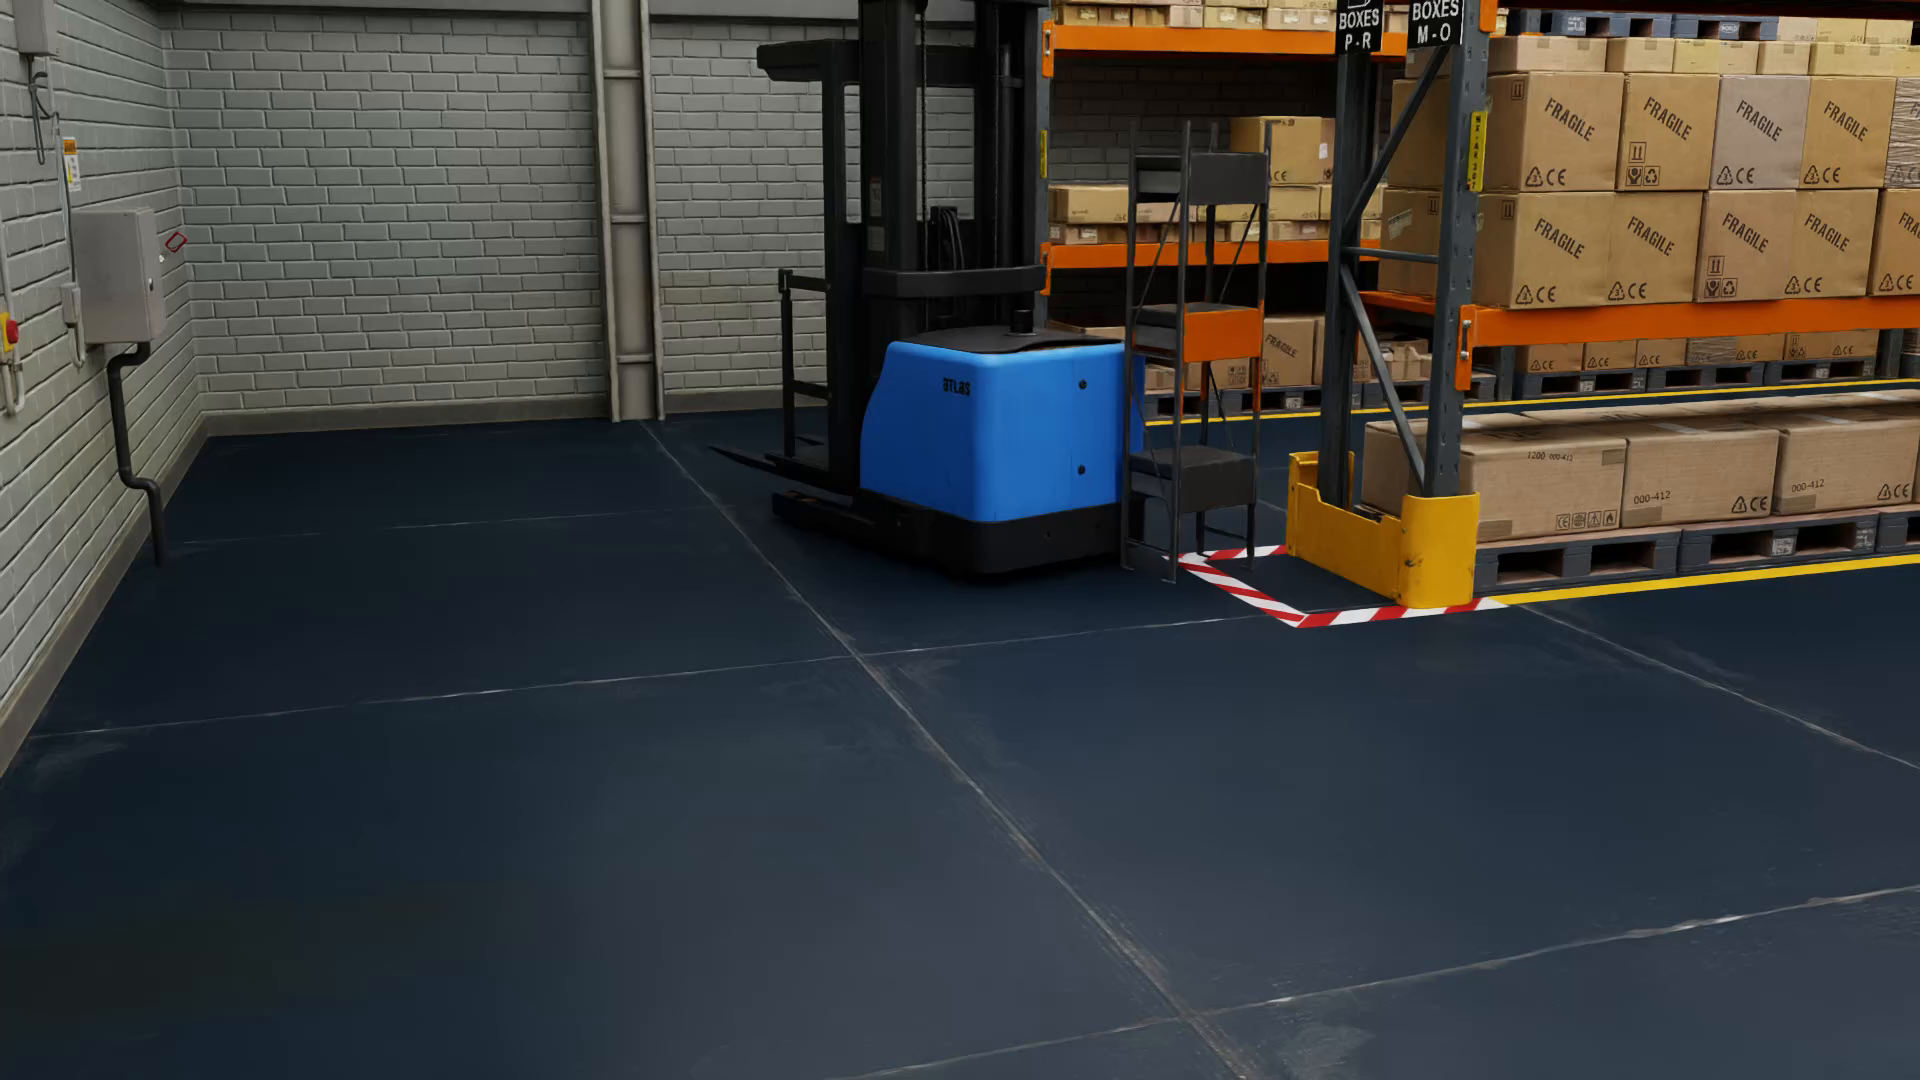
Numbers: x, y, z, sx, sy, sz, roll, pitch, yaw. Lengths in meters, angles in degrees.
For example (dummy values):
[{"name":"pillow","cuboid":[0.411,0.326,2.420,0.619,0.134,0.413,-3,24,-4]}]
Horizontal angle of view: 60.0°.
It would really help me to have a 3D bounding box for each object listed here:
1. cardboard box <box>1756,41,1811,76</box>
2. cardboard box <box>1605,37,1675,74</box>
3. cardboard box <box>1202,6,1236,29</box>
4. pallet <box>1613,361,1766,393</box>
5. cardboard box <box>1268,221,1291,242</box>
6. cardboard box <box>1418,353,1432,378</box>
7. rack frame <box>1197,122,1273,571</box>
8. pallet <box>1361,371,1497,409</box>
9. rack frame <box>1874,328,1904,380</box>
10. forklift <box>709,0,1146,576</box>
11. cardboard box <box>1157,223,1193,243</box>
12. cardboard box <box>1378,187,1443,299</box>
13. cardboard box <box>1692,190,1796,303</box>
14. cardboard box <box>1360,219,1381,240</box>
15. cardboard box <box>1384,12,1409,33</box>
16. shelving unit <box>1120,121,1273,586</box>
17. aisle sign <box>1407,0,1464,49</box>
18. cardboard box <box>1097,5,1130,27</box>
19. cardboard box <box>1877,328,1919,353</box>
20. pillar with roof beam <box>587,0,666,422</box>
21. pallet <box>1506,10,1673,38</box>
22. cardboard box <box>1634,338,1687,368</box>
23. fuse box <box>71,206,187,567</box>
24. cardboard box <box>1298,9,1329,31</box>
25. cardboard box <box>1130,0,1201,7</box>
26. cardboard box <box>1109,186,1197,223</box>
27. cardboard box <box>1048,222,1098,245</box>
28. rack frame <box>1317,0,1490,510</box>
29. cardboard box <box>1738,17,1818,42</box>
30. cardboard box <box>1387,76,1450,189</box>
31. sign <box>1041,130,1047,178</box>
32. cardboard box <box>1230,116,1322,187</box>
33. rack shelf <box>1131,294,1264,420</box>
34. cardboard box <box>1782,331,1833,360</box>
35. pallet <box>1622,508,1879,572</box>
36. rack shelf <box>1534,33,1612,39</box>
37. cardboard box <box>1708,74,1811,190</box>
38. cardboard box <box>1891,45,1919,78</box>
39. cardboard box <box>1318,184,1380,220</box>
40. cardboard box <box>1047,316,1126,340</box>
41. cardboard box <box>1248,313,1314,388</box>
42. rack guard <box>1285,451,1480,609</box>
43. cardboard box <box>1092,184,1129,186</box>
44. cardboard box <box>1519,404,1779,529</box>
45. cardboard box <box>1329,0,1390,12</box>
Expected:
[{"name":"cardboard box","cuboid":[3.653,-2.200,7.631,0.250,0.149,0.380,-4,14,-18]},{"name":"cardboard box","cuboid":[2.927,-2.136,7.364,0.250,0.149,0.380,-4,14,-16]},{"name":"cardboard box","cuboid":[1.787,-3.746,11.971,0.250,0.149,0.380,-4,14,-18]},{"name":"pallet","cuboid":[6.115,-1.477,14.398,1.213,0.211,1.003,-4,14,-18]},{"name":"cardboard box","cuboid":[2.286,-2.330,12.497,0.250,0.149,0.380,-4,14,-17]},{"name":"cardboard box","cuboid":[3.764,-1.387,13.244,0.250,0.149,0.380,-5,14,-20]},{"name":"rack frame","cuboid":[1.301,-0.911,7.933,0.015,2.100,0.400,-9,16,-32]},{"name":"pallet","cuboid":[3.547,-1.268,13.517,1.213,0.211,1.003,-4,14,-18]},{"name":"rack frame","cuboid":[7.989,-2.970,14.647,0.127,3.000,1.000,-4,14,-18]},{"name":"forklift","cuboid":[-0.362,-1.546,8.807,1.130,2.935,3.031,-10,16,-35]},{"name":"cardboard box","cuboid":[1.530,-2.283,12.300,0.250,0.149,0.380,-4,14,-16]},{"name":"cardboard box","cuboid":[2.367,-1.434,7.972,0.500,0.500,0.500,-4,14,-18]},{"name":"cardboard box","cuboid":[3.499,-1.389,7.786,0.500,0.500,0.500,-5,14,-18]},{"name":"cardboard box","cuboid":[3.008,-2.387,12.738,0.250,0.149,0.380,-5,14,-19]},{"name":"cardboard box","cuboid":[3.227,-3.868,12.484,0.250,0.149,0.380,-5,14,-18]},{"name":"shelving unit","cuboid":[1.097,-0.880,7.804,0.503,2.100,0.431,-9,16,-32]},{"name":"aisle sign","cuboid":[2.018,-2.487,6.999,0.004,0.787,0.394,-4,14,-18]},{"name":"cardboard box","cuboid":[1.024,-3.714,11.837,0.250,0.149,0.380,-4,14,-17]},{"name":"cardboard box","cuboid":[8.585,-2.062,15.054,0.625,0.625,0.875,-4,14,-16]},{"name":"pillar with roof beam","cuboid":[-1.063,-4.353,7.496,0.400,9.000,9.100,-4,14,-18]},{"name":"pallet","cuboid":[4.839,-4.075,13.218,1.003,0.211,1.213,-4,14,-18]},{"name":"cardboard box","cuboid":[5.704,-1.727,13.915,0.500,0.500,0.500,-5,14,-20]},{"name":"fuse box","cuboid":[-3.875,-0.715,7.950,0.414,1.711,0.539,-4,14,-18]},{"name":"cardboard box","cuboid":[2.502,-3.801,12.199,0.250,0.149,0.380,-4,14,-17]},{"name":"cardboard box","cuboid":[1.390,-3.926,11.863,0.500,0.250,0.500,-4,14,-17]},{"name":"cardboard box","cuboid":[1.401,-2.463,12.197,0.500,0.250,0.500,-4,14,-17]},{"name":"cardboard box","cuboid":[0.806,-2.222,12.043,0.250,0.149,0.380,-5,14,-18]},{"name":"rack frame","cuboid":[1.994,-1.291,7.589,0.127,3.000,1.000,-4,14,-18]},{"name":"cardboard box","cuboid":[6.630,-4.191,13.622,0.500,0.250,0.500,-4,14,-18]},{"name":"cardboard box","cuboid":[2.375,-1.914,7.831,0.500,0.500,0.500,-4,14,-16]},{"name":"sign","cuboid":[0.580,-2.682,11.565,0.005,0.325,0.100,-4,14,-18]},{"name":"cardboard box","cuboid":[2.345,-2.901,12.419,0.500,0.500,0.500,-4,14,-17]},{"name":"rack shelf","cuboid":[1.097,-0.867,7.807,0.480,0.518,0.431,-9,16,-32]},{"name":"cardboard box","cuboid":[7.180,-1.845,14.413,0.500,0.500,0.500,-5,14,-19]},{"name":"pallet","cuboid":[3.881,-0.100,8.607,1.213,0.211,1.003,-4,14,-18]},{"name":"rack shelf","cuboid":[6.094,-3.932,13.763,4.000,0.370,1.077,-4,14,-18]},{"name":"cardboard box","cuboid":[3.512,-1.879,7.682,0.500,0.500,0.500,-5,14,-18]},{"name":"cardboard box","cuboid":[4.363,-2.264,7.901,0.250,0.149,0.380,-5,14,-19]},{"name":"cardboard box","cuboid":[2.846,-2.581,12.694,0.500,0.250,0.500,-5,14,-18]},{"name":"cardboard box","cuboid":[1.017,-1.394,12.508,0.637,0.503,0.797,-5,14,-20]},{"name":"cardboard box","cuboid":[2.373,-1.464,12.809,0.500,0.500,0.500,-4,14,-17]},{"name":"rack guard","cuboid":[1.971,-0.073,7.871,0.348,0.500,1.175,-4,14,-18]},{"name":"cardboard box","cuboid":[1.248,-2.581,12.694,0.500,0.250,0.500,-4,14,-18]},{"name":"cardboard box","cuboid":[3.452,-0.389,8.426,0.875,0.438,0.875,-4,14,-17]},{"name":"cardboard box","cuboid":[2.842,-4.039,12.342,0.500,0.250,0.500,-4,14,-17]}]
